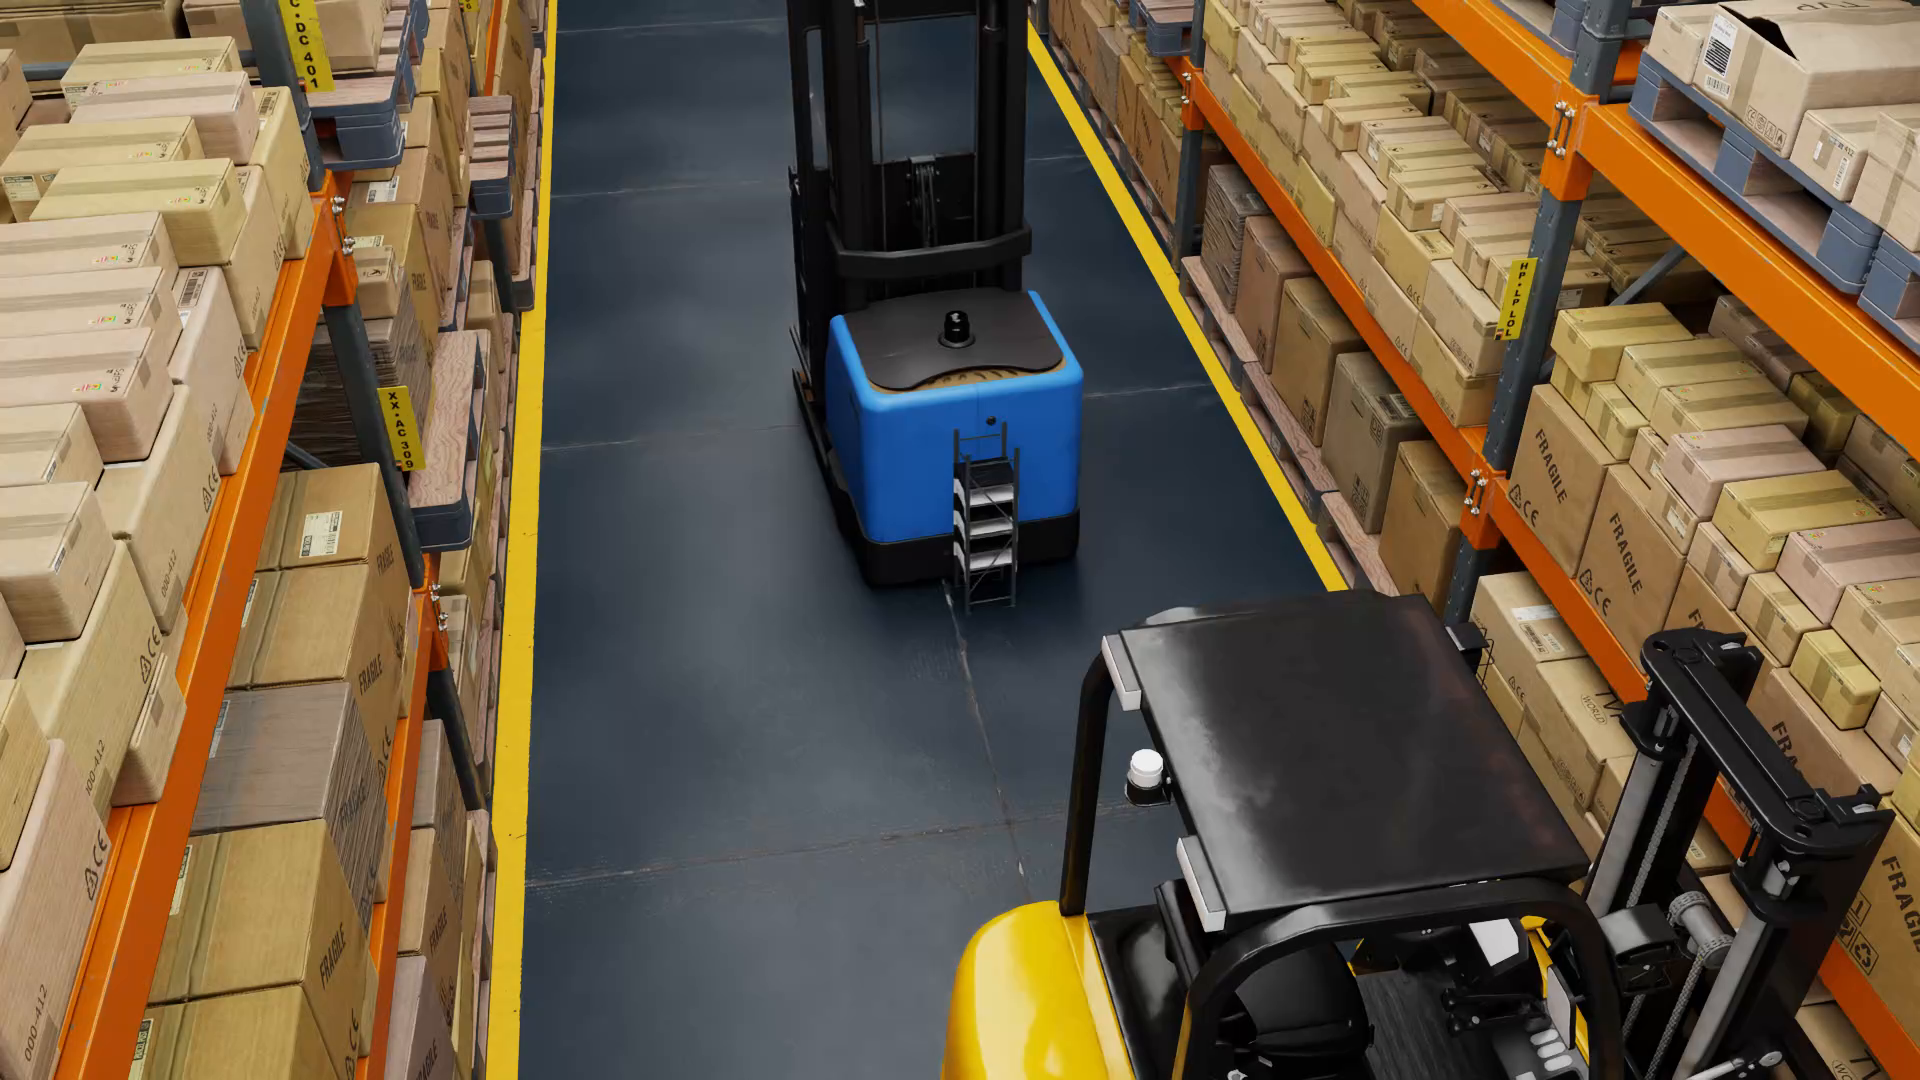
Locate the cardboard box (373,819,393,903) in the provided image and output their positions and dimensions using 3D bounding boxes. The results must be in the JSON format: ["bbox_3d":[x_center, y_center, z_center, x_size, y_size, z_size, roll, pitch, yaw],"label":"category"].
[{"bbox_3d":[-1.832,0.916,4.731,0.380,0.149,0.250,-7,38,-9],"label":"cardboard box"}]

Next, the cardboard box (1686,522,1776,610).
[{"bbox_3d":[2.448,0.057,5.021,0.380,0.149,0.250,-7,38,-8],"label":"cardboard box"}]

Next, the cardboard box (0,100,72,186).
[{"bbox_3d":[-2.562,-0.906,4.306,0.500,0.250,0.500,-7,38,-9],"label":"cardboard box"}]

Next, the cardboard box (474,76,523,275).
[{"bbox_3d":[-3.111,-2.127,9.833,0.875,0.875,0.875,-7,38,-8],"label":"cardboard box"}]

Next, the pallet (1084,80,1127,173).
[{"bbox_3d":[1.511,-2.999,11.839,1.003,0.211,1.213,-6,38,-8],"label":"pallet"}]

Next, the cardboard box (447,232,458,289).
[{"bbox_3d":[-2.357,-1.183,7.090,0.380,0.149,0.250,-5,38,-6],"label":"cardboard box"}]

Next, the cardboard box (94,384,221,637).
[{"bbox_3d":[-1.759,-0.043,3.196,0.500,0.250,0.500,-5,38,-7],"label":"cardboard box"}]

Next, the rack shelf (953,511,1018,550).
[{"bbox_3d":[0.115,-0.062,7.551,0.258,0.077,0.200,-9,39,-11],"label":"rack shelf"}]

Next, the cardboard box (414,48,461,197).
[{"bbox_3d":[-2.527,-1.837,7.403,0.500,0.500,0.500,-9,39,-11],"label":"cardboard box"}]

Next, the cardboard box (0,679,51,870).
[{"bbox_3d":[-1.544,0.353,2.360,0.380,0.149,0.250,-6,38,-8],"label":"cardboard box"}]

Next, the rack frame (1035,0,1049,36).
[{"bbox_3d":[1.114,-5.326,12.561,1.000,3.000,0.127,-6,38,-8],"label":"rack frame"}]

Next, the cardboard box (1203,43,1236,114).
[{"bbox_3d":[1.652,-2.557,9.118,0.500,0.250,0.500,-6,38,-8],"label":"cardboard box"}]

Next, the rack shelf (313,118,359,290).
[{"bbox_3d":[-2.721,-2.067,6.507,1.077,0.370,4.000,-6,38,-8],"label":"rack shelf"}]

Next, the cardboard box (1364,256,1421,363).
[{"bbox_3d":[2.077,-1.014,7.133,0.500,0.250,0.500,-6,38,-8],"label":"cardboard box"}]

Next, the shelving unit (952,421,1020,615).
[{"bbox_3d":[0.115,-0.089,7.531,0.258,0.900,0.210,-9,39,-11],"label":"shelving unit"}]

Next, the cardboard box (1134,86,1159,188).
[{"bbox_3d":[1.452,-2.625,10.779,0.500,0.500,0.500,-7,38,-9],"label":"cardboard box"}]

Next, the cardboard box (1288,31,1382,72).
[{"bbox_3d":[1.831,-2.363,8.137,0.380,0.149,0.250,-6,38,-7],"label":"cardboard box"}]

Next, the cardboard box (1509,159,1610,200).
[{"bbox_3d":[2.562,-1.496,7.020,0.380,0.149,0.250,-7,38,-8],"label":"cardboard box"}]

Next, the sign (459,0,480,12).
[{"bbox_3d":[-2.539,-2.864,8.513,0.100,0.325,0.005,-6,38,-8],"label":"sign"}]

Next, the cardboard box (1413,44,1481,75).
[{"bbox_3d":[2.419,-2.274,8.021,0.380,0.149,0.250,-7,38,-9],"label":"cardboard box"}]

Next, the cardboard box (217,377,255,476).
[{"bbox_3d":[-1.848,-0.263,3.803,0.380,0.149,0.250,-5,38,-7],"label":"cardboard box"}]

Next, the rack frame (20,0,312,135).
[{"bbox_3d":[-2.370,-2.327,3.811,1.000,3.000,0.127,-6,38,-8],"label":"rack frame"}]

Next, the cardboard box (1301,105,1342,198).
[{"bbox_3d":[1.927,-1.828,7.772,0.500,0.250,0.500,-6,38,-7],"label":"cardboard box"}]

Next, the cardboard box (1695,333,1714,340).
[{"bbox_3d":[2.825,-0.623,5.897,0.380,0.149,0.250,-6,38,-8],"label":"cardboard box"}]

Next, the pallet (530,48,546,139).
[{"bbox_3d":[-3.563,-3.231,12.137,1.003,0.211,1.213,-6,38,-8],"label":"pallet"}]

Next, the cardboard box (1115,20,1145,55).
[{"bbox_3d":[1.274,-3.420,11.274,0.380,0.149,0.250,-8,39,-10],"label":"cardboard box"}]

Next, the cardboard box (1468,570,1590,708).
[{"bbox_3d":[2.292,0.357,6.330,0.500,0.250,0.500,-7,38,-9],"label":"cardboard box"}]

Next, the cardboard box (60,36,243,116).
[{"bbox_3d":[-2.099,-1.191,4.347,0.380,0.149,0.250,-5,38,-7],"label":"cardboard box"}]

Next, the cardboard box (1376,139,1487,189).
[{"bbox_3d":[2.023,-1.589,7.141,0.380,0.149,0.250,-7,38,-9],"label":"cardboard box"}]

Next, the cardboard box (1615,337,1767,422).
[{"bbox_3d":[2.432,-0.537,5.543,0.380,0.149,0.250,-6,38,-7],"label":"cardboard box"}]

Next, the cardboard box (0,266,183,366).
[{"bbox_3d":[-1.806,-0.414,3.348,0.380,0.149,0.250,-6,38,-7],"label":"cardboard box"}]

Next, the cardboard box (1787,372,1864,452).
[{"bbox_3d":[2.932,-0.433,5.409,0.380,0.149,0.250,-7,38,-8],"label":"cardboard box"}]

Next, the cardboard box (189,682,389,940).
[{"bbox_3d":[-1.855,0.750,4.416,0.500,0.500,0.500,-5,38,-7],"label":"cardboard box"}]

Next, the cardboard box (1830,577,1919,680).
[{"bbox_3d":[2.645,0.235,4.550,0.380,0.149,0.250,-6,38,-8],"label":"cardboard box"}]

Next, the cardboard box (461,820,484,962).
[{"bbox_3d":[-2.002,1.290,5.943,0.500,0.250,0.500,-5,38,-6],"label":"cardboard box"}]

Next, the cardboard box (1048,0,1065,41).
[{"bbox_3d":[0.977,-4.189,12.792,0.500,0.500,0.500,-5,38,-6],"label":"cardboard box"}]

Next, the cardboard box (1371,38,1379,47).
[{"bbox_3d":[2.259,-2.498,8.636,0.500,0.250,0.500,-6,38,-8],"label":"cardboard box"}]

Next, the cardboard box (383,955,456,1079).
[{"bbox_3d":[-1.821,1.609,4.921,0.500,0.500,0.500,-4,38,-6],"label":"cardboard box"}]

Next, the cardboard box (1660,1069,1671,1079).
[{"bbox_3d":[2.554,1.676,5.447,0.500,0.250,0.500,-5,38,-7],"label":"cardboard box"}]

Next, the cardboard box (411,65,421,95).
[{"bbox_3d":[-2.507,-1.995,7.078,0.380,0.149,0.250,-8,39,-10],"label":"cardboard box"}]

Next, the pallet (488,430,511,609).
[{"bbox_3d":[-2.725,-0.066,8.062,1.003,0.211,1.213,-6,38,-8],"label":"pallet"}]

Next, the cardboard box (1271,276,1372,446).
[{"bbox_3d":[2.151,-0.960,8.534,0.875,0.625,0.625,-8,39,-10],"label":"cardboard box"}]

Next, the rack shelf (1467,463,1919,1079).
[{"bbox_3d":[2.867,0.998,5.007,1.077,0.370,4.000,-6,38,-8],"label":"rack shelf"}]

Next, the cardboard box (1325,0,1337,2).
[{"bbox_3d":[2.071,-3.031,8.997,0.380,0.149,0.250,-5,38,-6],"label":"cardboard box"}]

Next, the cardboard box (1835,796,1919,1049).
[{"bbox_3d":[2.701,0.989,4.350,0.500,0.500,0.500,-7,38,-9],"label":"cardboard box"}]

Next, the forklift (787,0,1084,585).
[{"bbox_3d":[-0.291,-1.857,8.151,1.130,2.935,3.031,-9,39,-11],"label":"forklift"}]

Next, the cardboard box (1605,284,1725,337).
[{"bbox_3d":[2.680,-0.967,6.664,0.500,0.250,0.500,-7,38,-9],"label":"cardboard box"}]

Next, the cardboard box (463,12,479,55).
[{"bbox_3d":[-2.917,-2.845,9.082,0.500,0.250,0.500,-6,38,-8],"label":"cardboard box"}]

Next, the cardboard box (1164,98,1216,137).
[{"bbox_3d":[1.479,-2.616,10.239,0.380,0.149,0.250,-8,39,-10],"label":"cardboard box"}]

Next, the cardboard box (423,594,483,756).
[{"bbox_3d":[-2.464,0.597,6.736,0.950,0.372,0.625,-6,38,-7],"label":"cardboard box"}]

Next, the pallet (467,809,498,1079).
[{"bbox_3d":[-2.217,1.545,5.989,1.003,0.211,1.213,-6,38,-8],"label":"pallet"}]

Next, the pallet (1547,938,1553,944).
[{"bbox_3d":[2.614,1.092,6.573,1.003,0.211,1.213,-6,38,-8],"label":"pallet"}]
